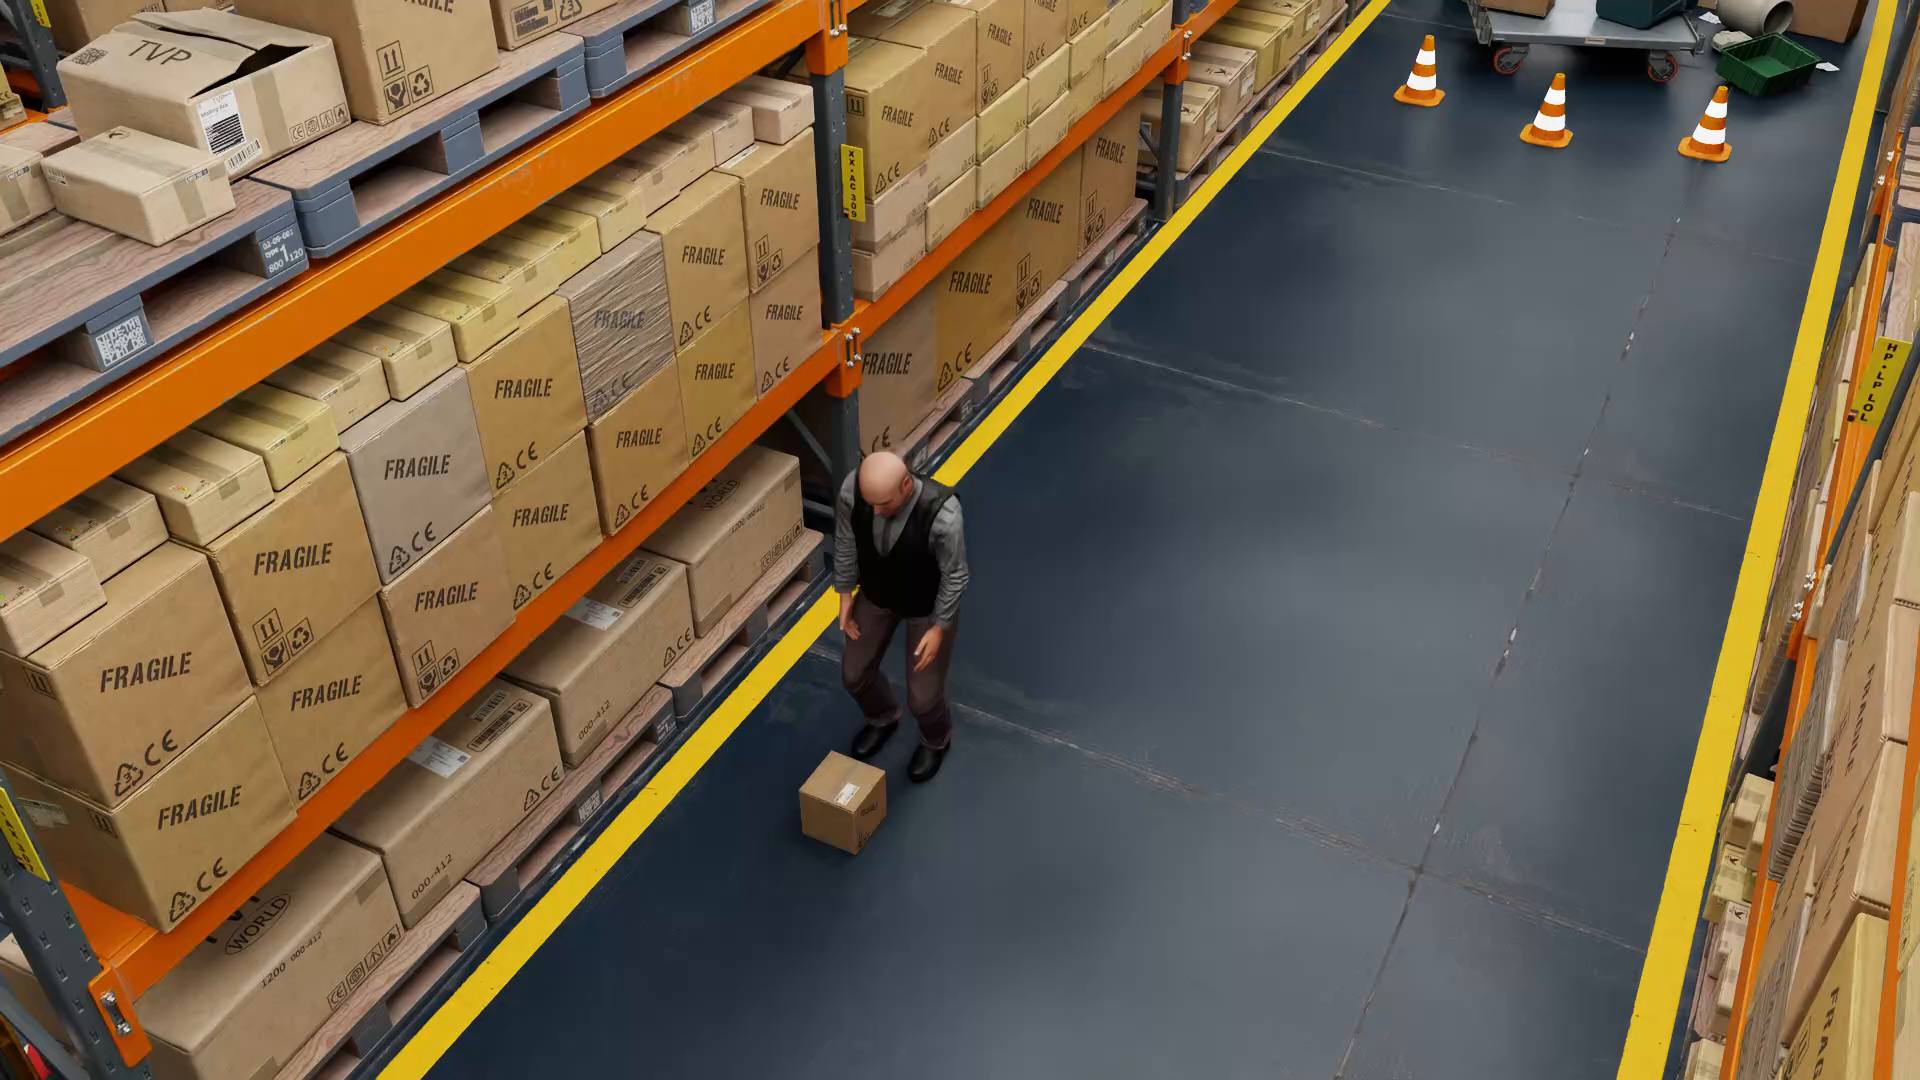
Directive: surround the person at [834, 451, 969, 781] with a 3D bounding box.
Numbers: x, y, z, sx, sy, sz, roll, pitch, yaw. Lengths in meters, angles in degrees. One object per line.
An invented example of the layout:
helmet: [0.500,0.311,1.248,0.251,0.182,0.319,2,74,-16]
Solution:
person: [-0.208,0.255,6.533,0.574,1.617,0.509,19,42,23]
